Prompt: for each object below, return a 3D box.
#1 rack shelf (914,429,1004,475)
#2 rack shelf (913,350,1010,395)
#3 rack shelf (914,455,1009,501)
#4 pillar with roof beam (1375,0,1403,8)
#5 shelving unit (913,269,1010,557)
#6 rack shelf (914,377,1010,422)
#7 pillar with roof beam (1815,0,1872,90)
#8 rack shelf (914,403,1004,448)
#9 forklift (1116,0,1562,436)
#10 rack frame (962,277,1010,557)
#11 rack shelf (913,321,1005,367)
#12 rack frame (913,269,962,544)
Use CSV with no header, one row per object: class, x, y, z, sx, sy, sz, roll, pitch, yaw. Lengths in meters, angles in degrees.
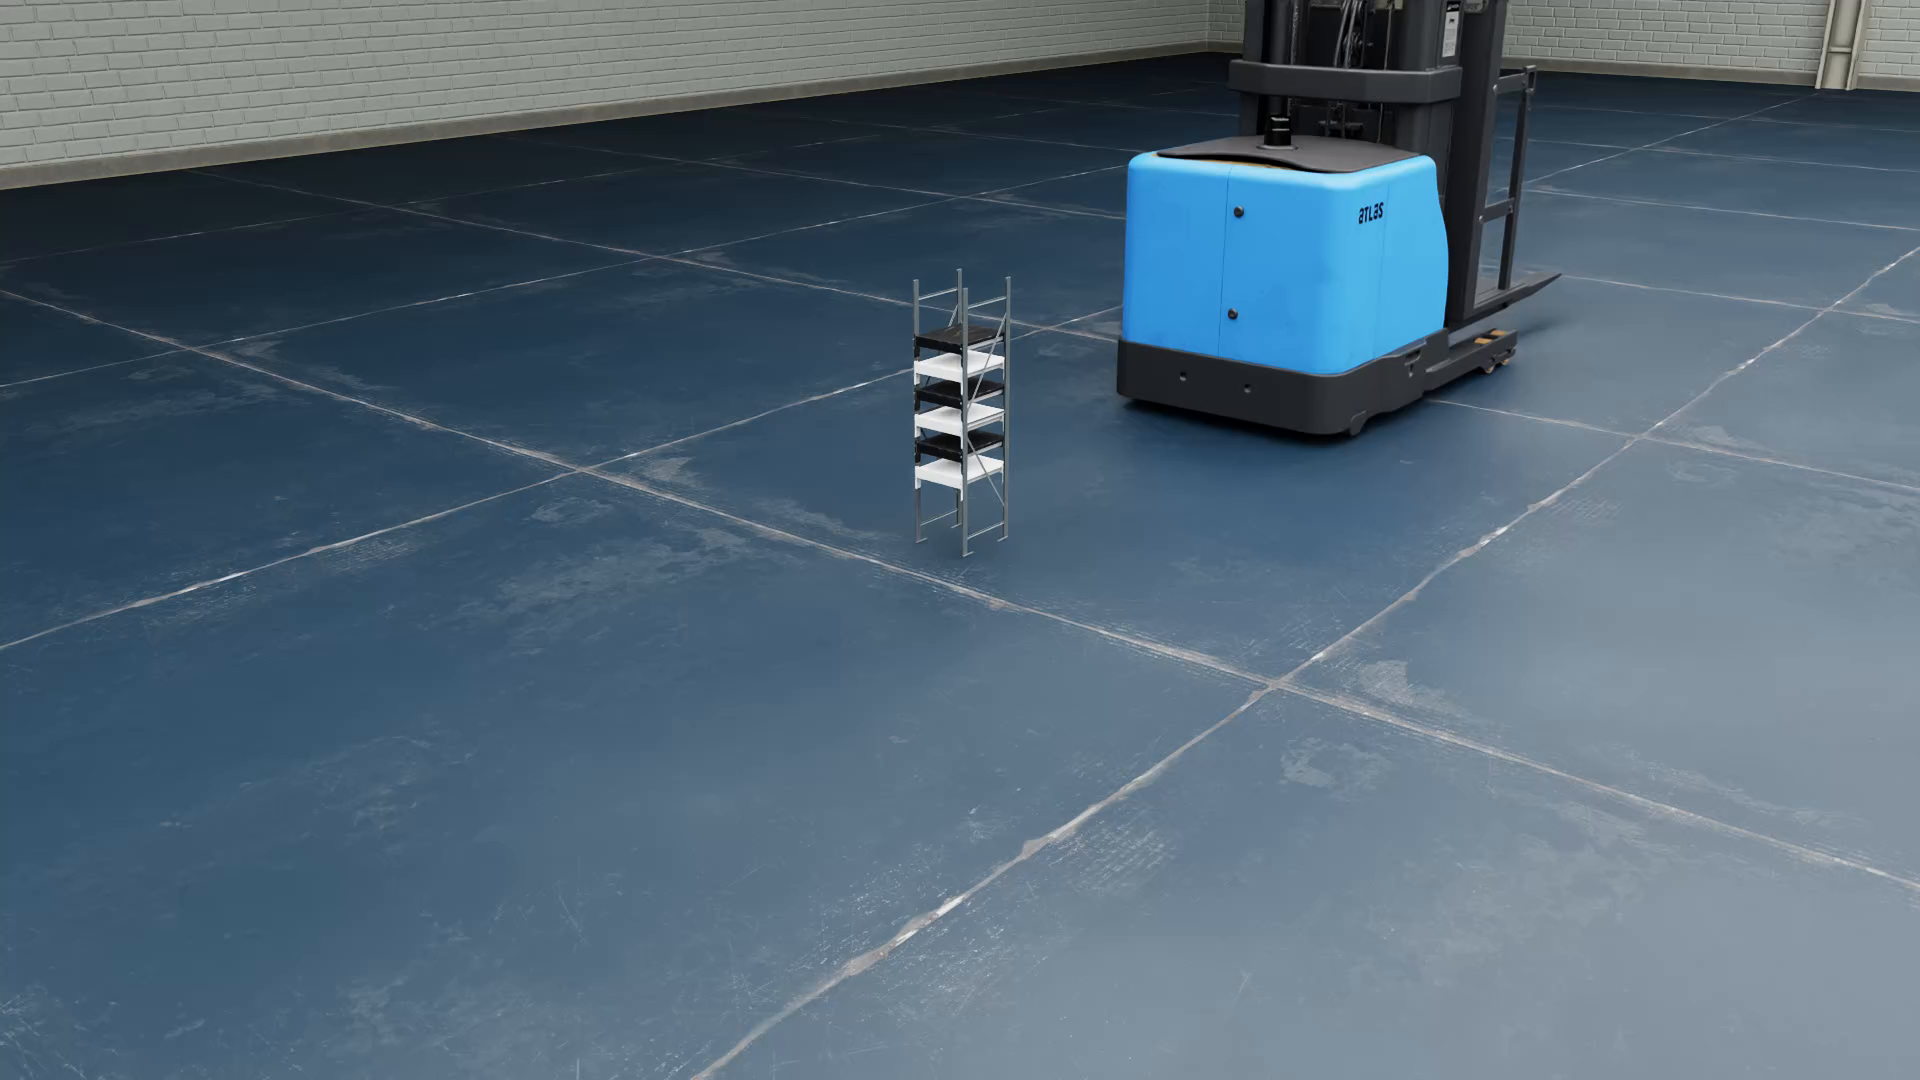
rack shelf,0.006,-0.304,5.548,0.200,0.077,0.258,16,26,36
rack shelf,0.006,-0.556,5.453,0.200,0.077,0.258,16,26,36
rack shelf,0.006,-0.220,5.580,0.200,0.077,0.258,16,26,36
pillar with roof beam,3.308,-9.884,19.124,0.400,9.000,9.100,16,26,36
shelving unit,0.006,-0.419,5.505,0.210,0.900,0.258,16,26,36
rack shelf,0.006,-0.472,5.485,0.200,0.077,0.258,16,26,36
pillar with roof beam,7.956,-8.545,15.574,0.400,9.000,9.100,16,26,36
rack shelf,0.006,-0.388,5.516,0.200,0.077,0.258,16,26,36
forklift,1.982,-2.238,7.449,1.130,2.935,3.031,16,26,36
rack frame,0.085,-0.397,5.444,0.006,0.900,0.240,16,26,36
rack shelf,0.006,-0.641,5.421,0.200,0.077,0.258,16,26,36
rack frame,-0.072,-0.442,5.565,0.006,0.900,0.240,16,26,36
